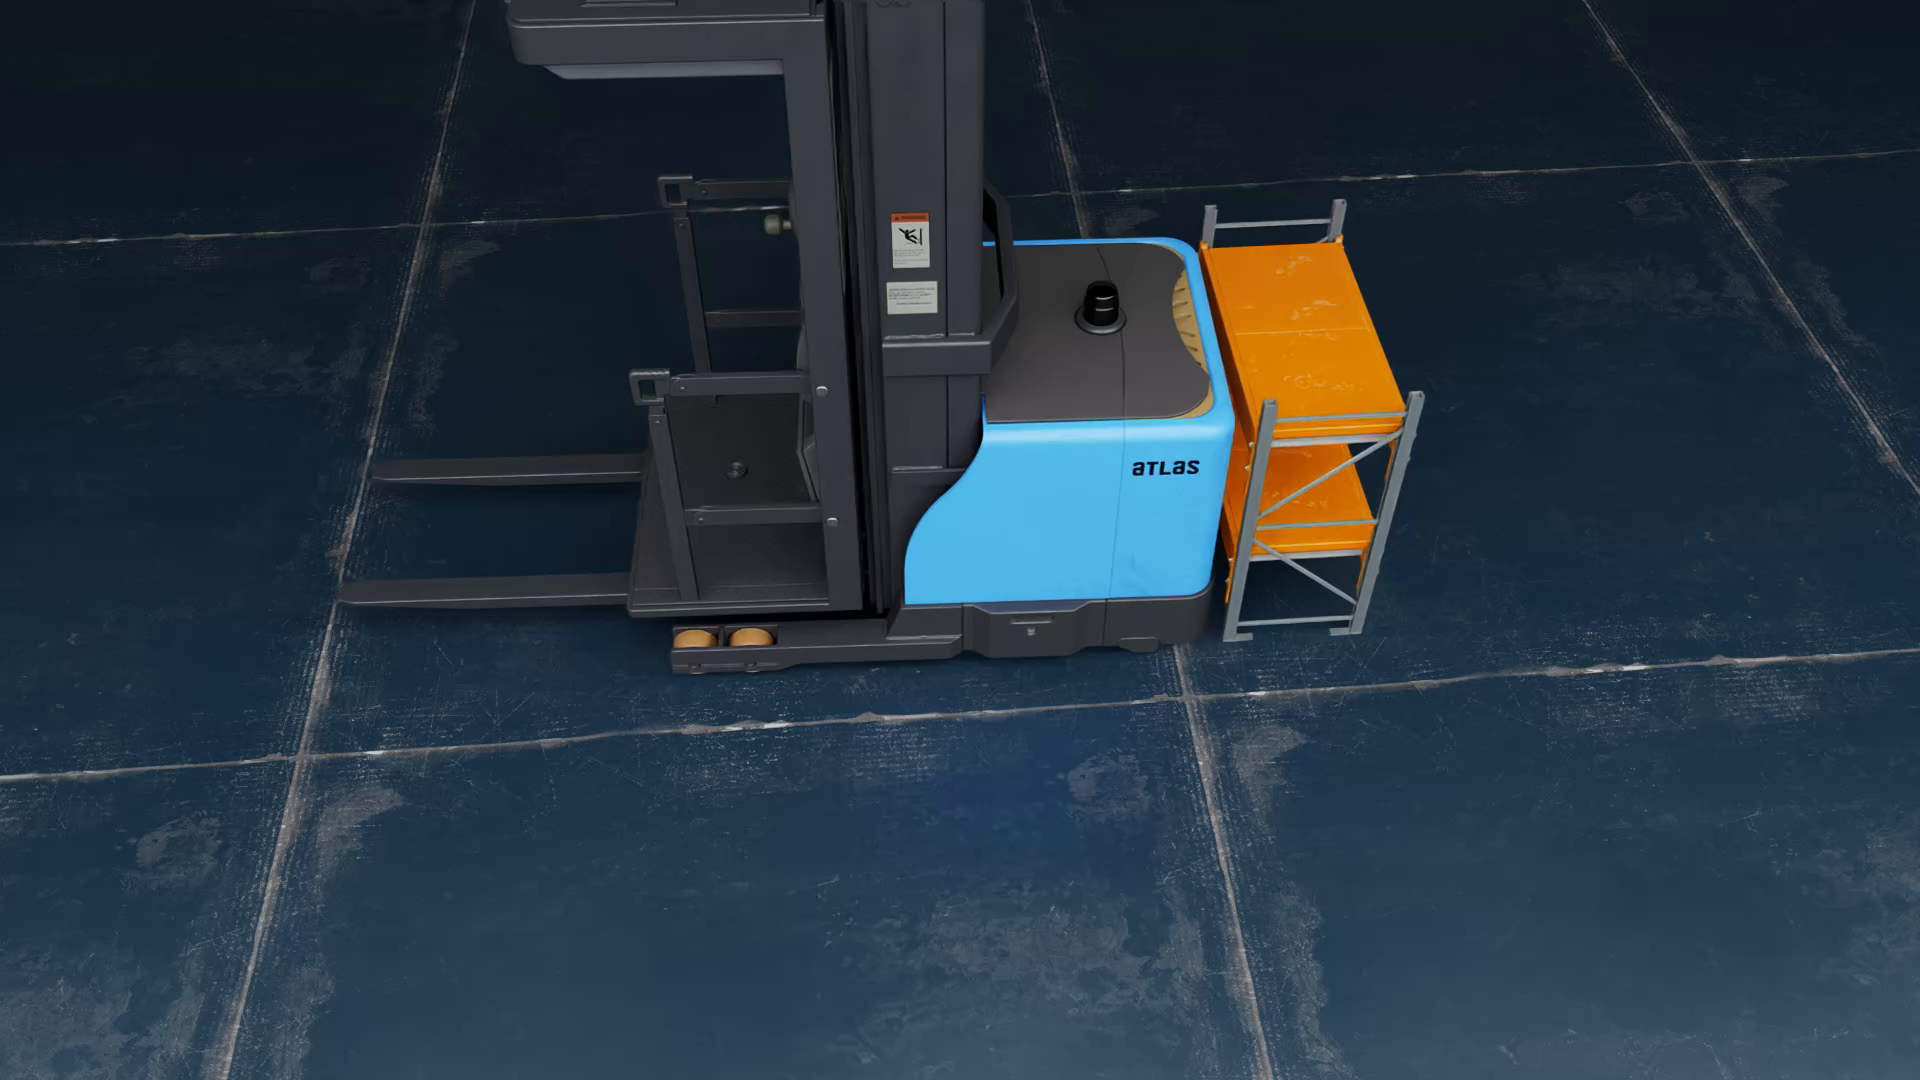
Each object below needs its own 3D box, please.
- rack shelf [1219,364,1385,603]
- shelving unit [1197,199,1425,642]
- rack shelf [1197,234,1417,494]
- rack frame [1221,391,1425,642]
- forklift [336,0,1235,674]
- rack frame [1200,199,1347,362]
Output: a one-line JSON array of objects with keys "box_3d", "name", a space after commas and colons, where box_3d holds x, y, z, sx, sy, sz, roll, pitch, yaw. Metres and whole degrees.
[{"box_3d": [1.142, -0.249, 6.047, 0.538, 0.278, 1.000, -3, 47, -3], "name": "rack shelf"}, {"box_3d": [1.142, -0.417, 5.870, 0.538, 1.125, 1.048, -3, 47, -3], "name": "shelving unit"}, {"box_3d": [1.142, -0.618, 5.657, 0.538, 0.278, 1.000, -3, 47, -3], "name": "rack shelf"}, {"box_3d": [1.181, -0.049, 5.521, 0.500, 1.125, 0.032, -3, 47, -3], "name": "rack frame"}, {"box_3d": [-0.659, -0.934, 5.116, 3.031, 2.935, 1.130, -2, 47, -2], "name": "forklift"}, {"box_3d": [1.103, -0.785, 6.218, 0.500, 1.125, 0.032, -3, 47, -3], "name": "rack frame"}]
